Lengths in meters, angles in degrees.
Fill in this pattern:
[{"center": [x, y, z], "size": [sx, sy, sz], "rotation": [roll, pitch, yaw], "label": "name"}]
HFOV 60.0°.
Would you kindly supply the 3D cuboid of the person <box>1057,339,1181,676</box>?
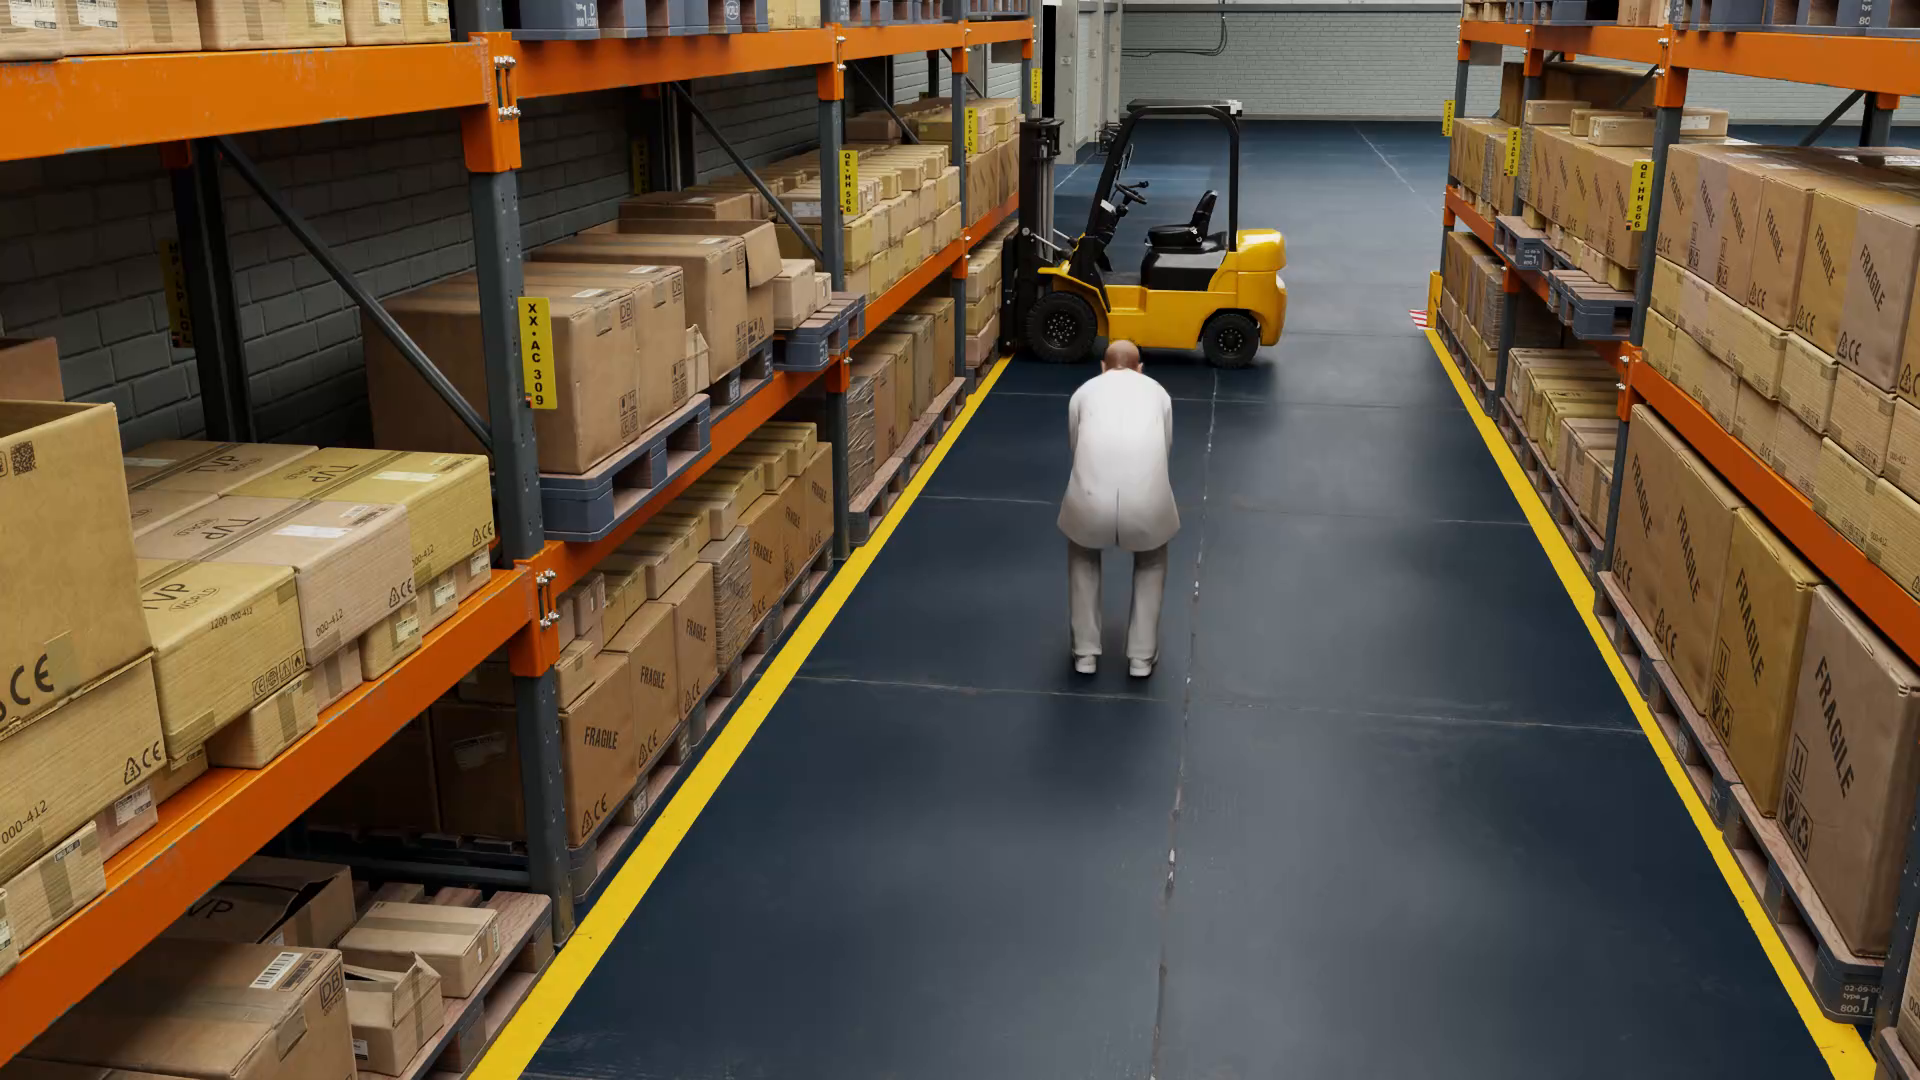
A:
[{"center": [0.739, -0.148, 7.668], "size": [0.560, 1.403, 0.858], "rotation": [2, 18, 7], "label": "person"}]
